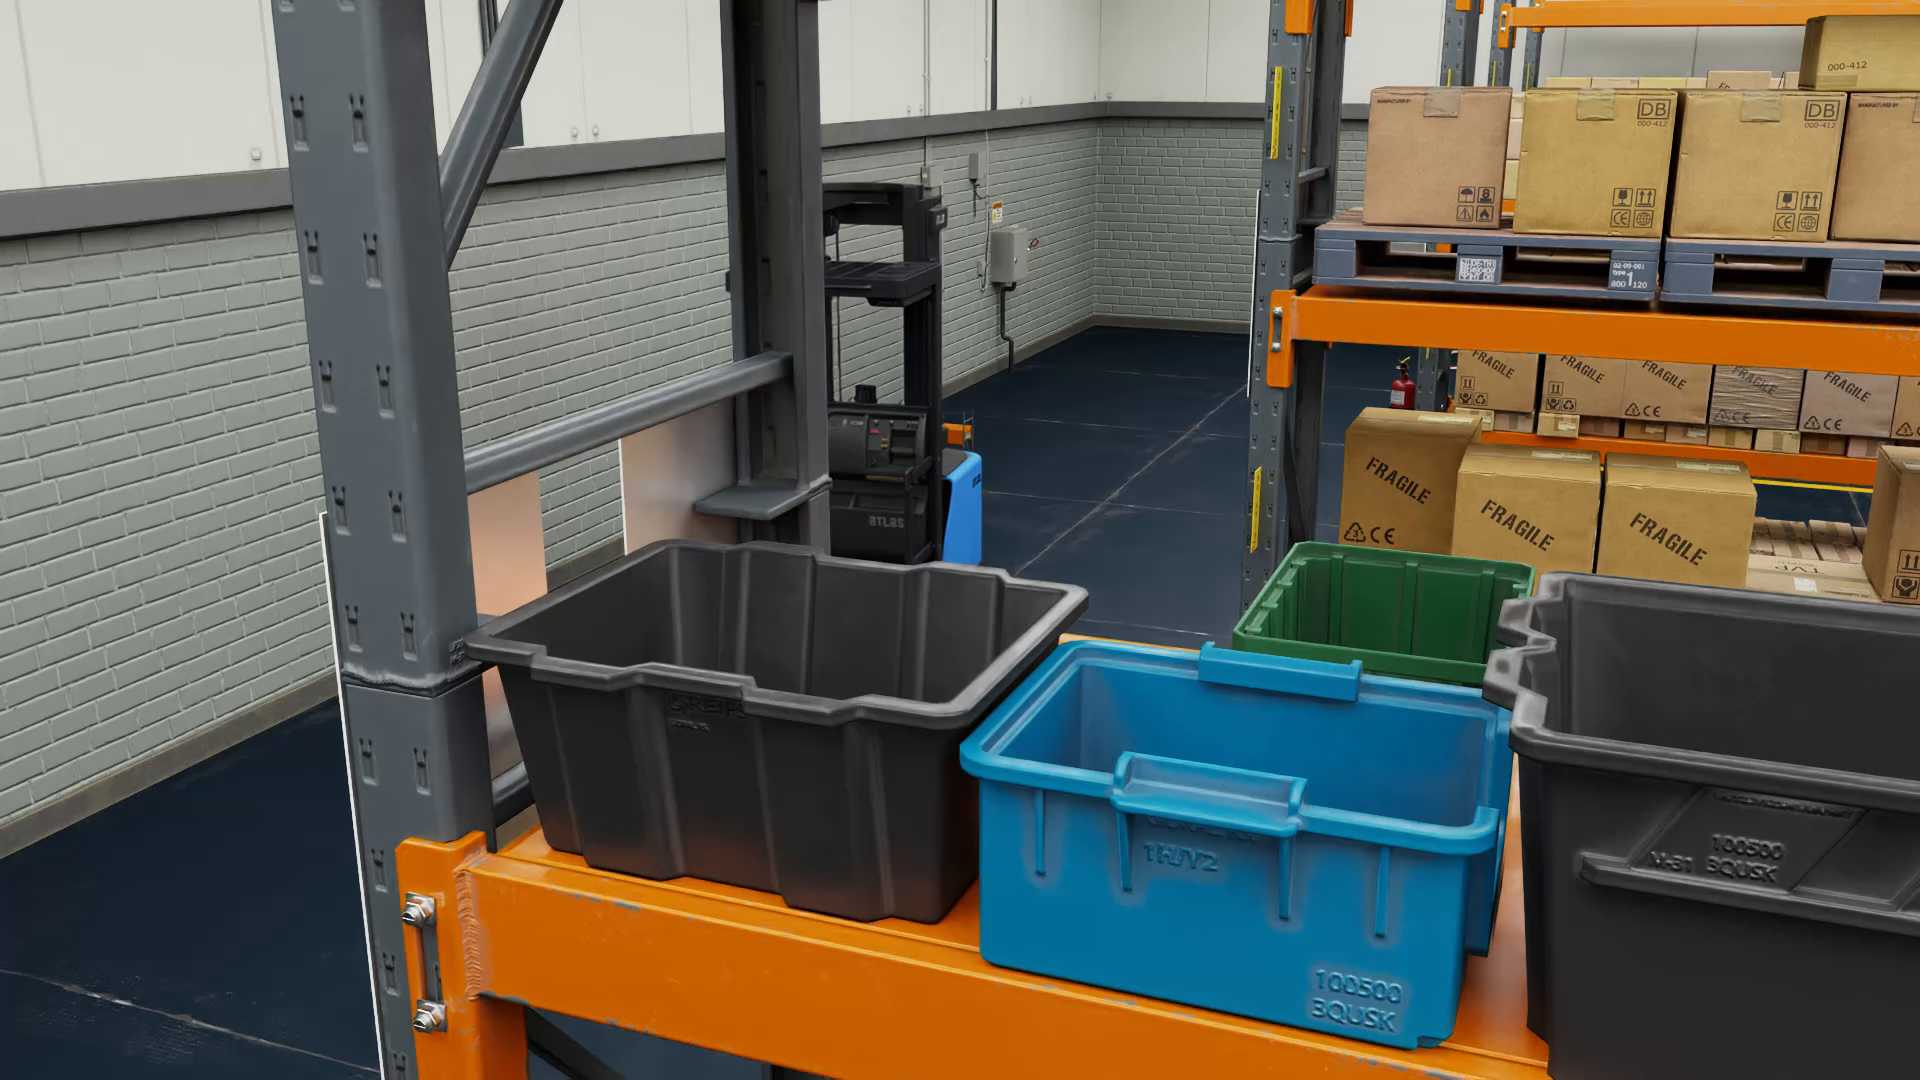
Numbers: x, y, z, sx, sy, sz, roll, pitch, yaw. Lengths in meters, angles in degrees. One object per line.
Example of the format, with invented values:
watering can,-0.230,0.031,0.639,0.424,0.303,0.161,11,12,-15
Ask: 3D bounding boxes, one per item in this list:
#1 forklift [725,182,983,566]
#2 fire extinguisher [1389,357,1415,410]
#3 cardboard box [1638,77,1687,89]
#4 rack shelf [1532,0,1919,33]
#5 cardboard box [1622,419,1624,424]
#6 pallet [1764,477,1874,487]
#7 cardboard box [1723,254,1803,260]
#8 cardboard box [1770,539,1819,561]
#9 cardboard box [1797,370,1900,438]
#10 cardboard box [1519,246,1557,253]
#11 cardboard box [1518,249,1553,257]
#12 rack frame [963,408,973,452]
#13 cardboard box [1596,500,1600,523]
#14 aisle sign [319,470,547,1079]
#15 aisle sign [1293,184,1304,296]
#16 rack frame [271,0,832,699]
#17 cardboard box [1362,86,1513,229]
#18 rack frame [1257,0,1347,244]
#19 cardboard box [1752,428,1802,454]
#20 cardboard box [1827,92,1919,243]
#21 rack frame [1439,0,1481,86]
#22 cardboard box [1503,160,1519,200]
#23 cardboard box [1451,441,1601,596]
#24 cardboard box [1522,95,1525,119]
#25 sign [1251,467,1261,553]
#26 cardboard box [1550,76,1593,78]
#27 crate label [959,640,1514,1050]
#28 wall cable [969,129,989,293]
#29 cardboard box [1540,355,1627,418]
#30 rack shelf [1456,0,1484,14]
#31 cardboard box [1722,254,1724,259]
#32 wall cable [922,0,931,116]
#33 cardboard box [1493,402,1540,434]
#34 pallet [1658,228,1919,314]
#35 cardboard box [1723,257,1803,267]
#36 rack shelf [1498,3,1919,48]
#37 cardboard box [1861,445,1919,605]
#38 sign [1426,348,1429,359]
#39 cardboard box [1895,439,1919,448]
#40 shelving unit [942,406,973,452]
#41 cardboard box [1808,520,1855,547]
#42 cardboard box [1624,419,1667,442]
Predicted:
forklift,-0.712,-0.622,10.060,1.130,2.935,3.031,4,17,14
fire extinguisher,3.216,-1.012,12.088,0.183,0.674,0.296,6,17,21
cardboard box,8.080,-5.201,19.167,0.500,0.250,0.500,6,17,20
rack shelf,8.681,-5.994,18.977,4.000,0.370,1.077,6,17,21
cardboard box,4.625,-0.891,11.312,0.250,0.149,0.380,5,17,18
pallet,8.046,-0.727,15.299,1.213,0.211,1.003,6,17,21
cardboard box,5.249,-1.616,10.853,0.500,0.500,0.500,6,17,19
cardboard box,5.335,0.125,10.657,0.250,0.149,0.380,6,17,19
cardboard box,5.503,-0.945,10.337,0.500,0.500,0.500,6,17,20
cardboard box,3.798,-1.772,11.390,0.500,0.500,0.500,6,17,19
cardboard box,3.601,-1.639,10.934,0.500,0.500,0.500,6,17,20
rack frame,0.064,-0.497,13.003,0.008,1.050,0.200,6,17,21
cardboard box,4.367,-0.179,11.702,0.250,0.149,0.380,6,17,19
aisle sign,-0.626,0.299,2.101,0.004,0.787,0.394,6,17,21
aisle sign,1.410,-1.141,7.059,0.004,0.787,0.394,6,17,21
rack frame,-0.450,-1.403,1.867,0.127,3.000,1.000,6,17,21
cardboard box,1.870,-1.506,6.488,0.500,0.500,0.700,5,17,17
rack frame,1.367,-2.688,6.292,0.127,3.000,1.000,6,17,21
cardboard box,5.170,-0.663,10.527,0.250,0.149,0.380,7,17,22
cardboard box,3.405,-1.347,5.941,0.500,0.500,0.700,7,18,23
rack frame,3.281,-3.964,10.687,0.127,3.000,1.000,6,17,21
cardboard box,3.605,-2.339,10.740,0.500,0.250,0.500,7,18,23
cardboard box,2.180,-0.068,6.417,0.500,0.500,0.500,6,17,19
cardboard box,3.729,-2.760,10.578,0.250,0.149,0.380,7,18,23
sign,1.158,-0.117,6.503,0.005,0.325,0.100,6,17,21
cardboard box,7.337,-5.443,20.002,0.500,0.250,0.500,6,17,19
crate label,0.289,0.287,1.692,0.502,0.251,0.408,6,17,21
wall cable,0.259,-3.805,19.077,0.122,1.984,0.588,6,17,21
cardboard box,4.104,-1.108,10.897,0.500,0.500,0.500,6,17,21
rack shelf,5.141,-3.412,10.083,4.000,0.370,1.077,6,17,21
cardboard box,6.774,-2.630,14.879,0.500,0.500,0.500,6,17,21
wall cable,-0.392,-5.767,16.898,0.029,3.000,0.463,6,17,21
cardboard box,3.714,-0.829,11.099,0.250,0.149,0.380,7,18,23
pallet,3.200,-1.007,6.042,1.213,0.211,1.003,6,17,21
cardboard box,5.024,-1.479,10.382,0.500,0.500,0.500,6,17,19
rack shelf,6.864,-4.516,14.596,4.000,0.370,1.077,6,17,21
cardboard box,3.795,-0.048,6.350,0.500,0.500,0.500,6,17,19
sign,3.082,-1.358,10.918,0.005,0.325,0.100,6,17,21
cardboard box,5.929,-0.607,10.334,0.250,0.149,0.380,6,17,19
shelving unit,-0.050,-0.510,13.046,0.252,1.050,0.215,6,17,21
cardboard box,5.812,-0.006,11.106,0.250,0.149,0.380,7,17,22
cardboard box,4.479,-0.762,10.870,0.250,0.149,0.380,6,17,20
